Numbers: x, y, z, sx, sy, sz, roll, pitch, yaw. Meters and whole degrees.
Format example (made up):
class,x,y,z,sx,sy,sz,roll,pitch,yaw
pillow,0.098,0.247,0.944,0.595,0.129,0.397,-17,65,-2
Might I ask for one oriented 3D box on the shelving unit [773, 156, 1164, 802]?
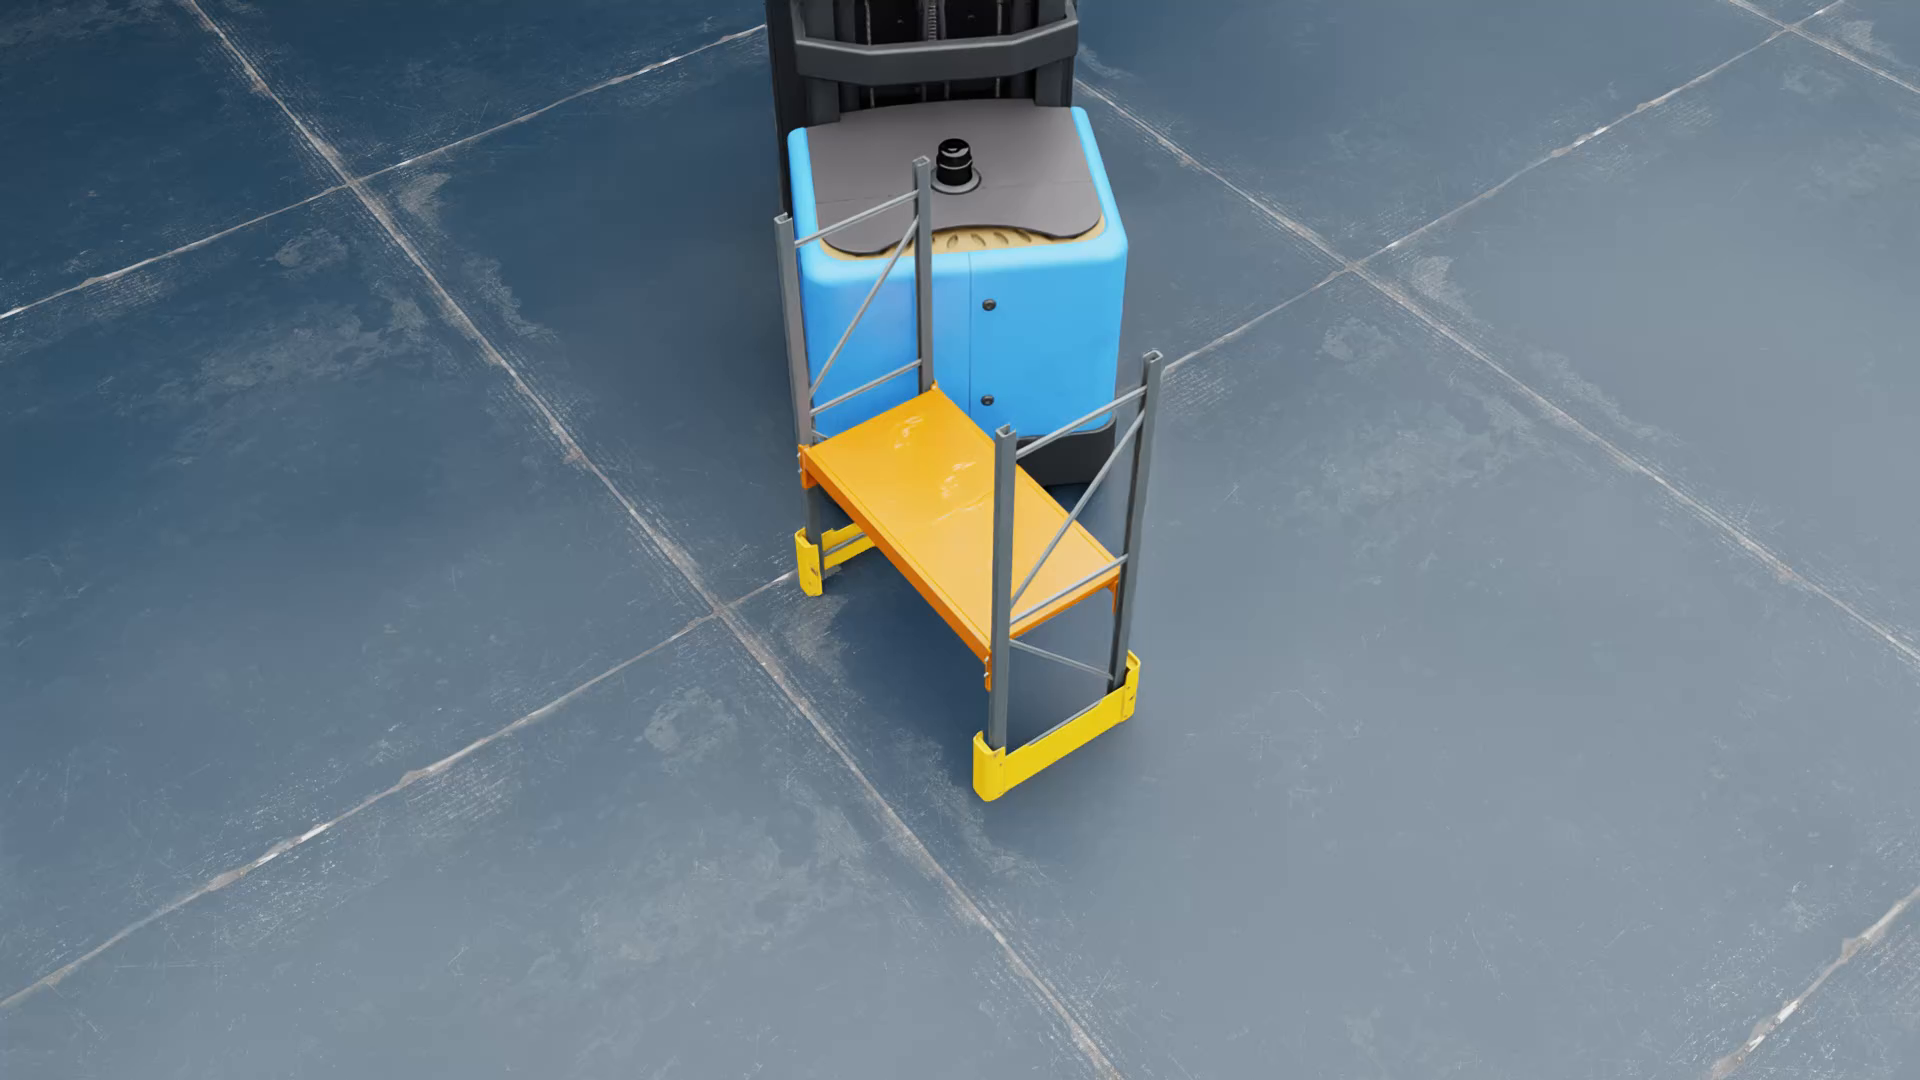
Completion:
class,x,y,z,sx,sy,sz,roll,pitch,yaw
shelving unit,0.006,-0.157,4.880,0.587,1.500,1.083,-28,54,-23

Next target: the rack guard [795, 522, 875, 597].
class,x,y,z,sx,sy,sz,roll,pitch,yaw
rack guard,-0.284,-0.037,5.615,0.587,0.250,0.087,-28,54,-23

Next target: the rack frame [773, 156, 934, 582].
class,x,y,z,sx,sy,sz,roll,pitch,yaw
rack frame,-0.295,-0.469,5.163,0.500,1.500,0.032,-28,54,-23

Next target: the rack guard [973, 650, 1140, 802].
class,x,y,z,sx,sy,sz,roll,pitch,yaw
rack guard,0.295,0.563,5.071,0.587,0.250,0.087,-28,54,-23

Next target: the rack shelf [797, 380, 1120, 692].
class,x,y,z,sx,sy,sz,roll,pitch,yaw
rack shelf,0.000,-0.042,5.018,0.538,0.185,1.000,-28,54,-23

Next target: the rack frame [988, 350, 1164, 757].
class,x,y,z,sx,sy,sz,roll,pitch,yaw
rack frame,0.296,0.144,4.607,0.500,1.500,0.032,-28,54,-23

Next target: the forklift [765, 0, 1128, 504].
class,x,y,z,sx,sy,sz,roll,pitch,yaw
forklift,-0.167,-2.211,5.776,1.130,2.935,3.031,-6,48,-5
